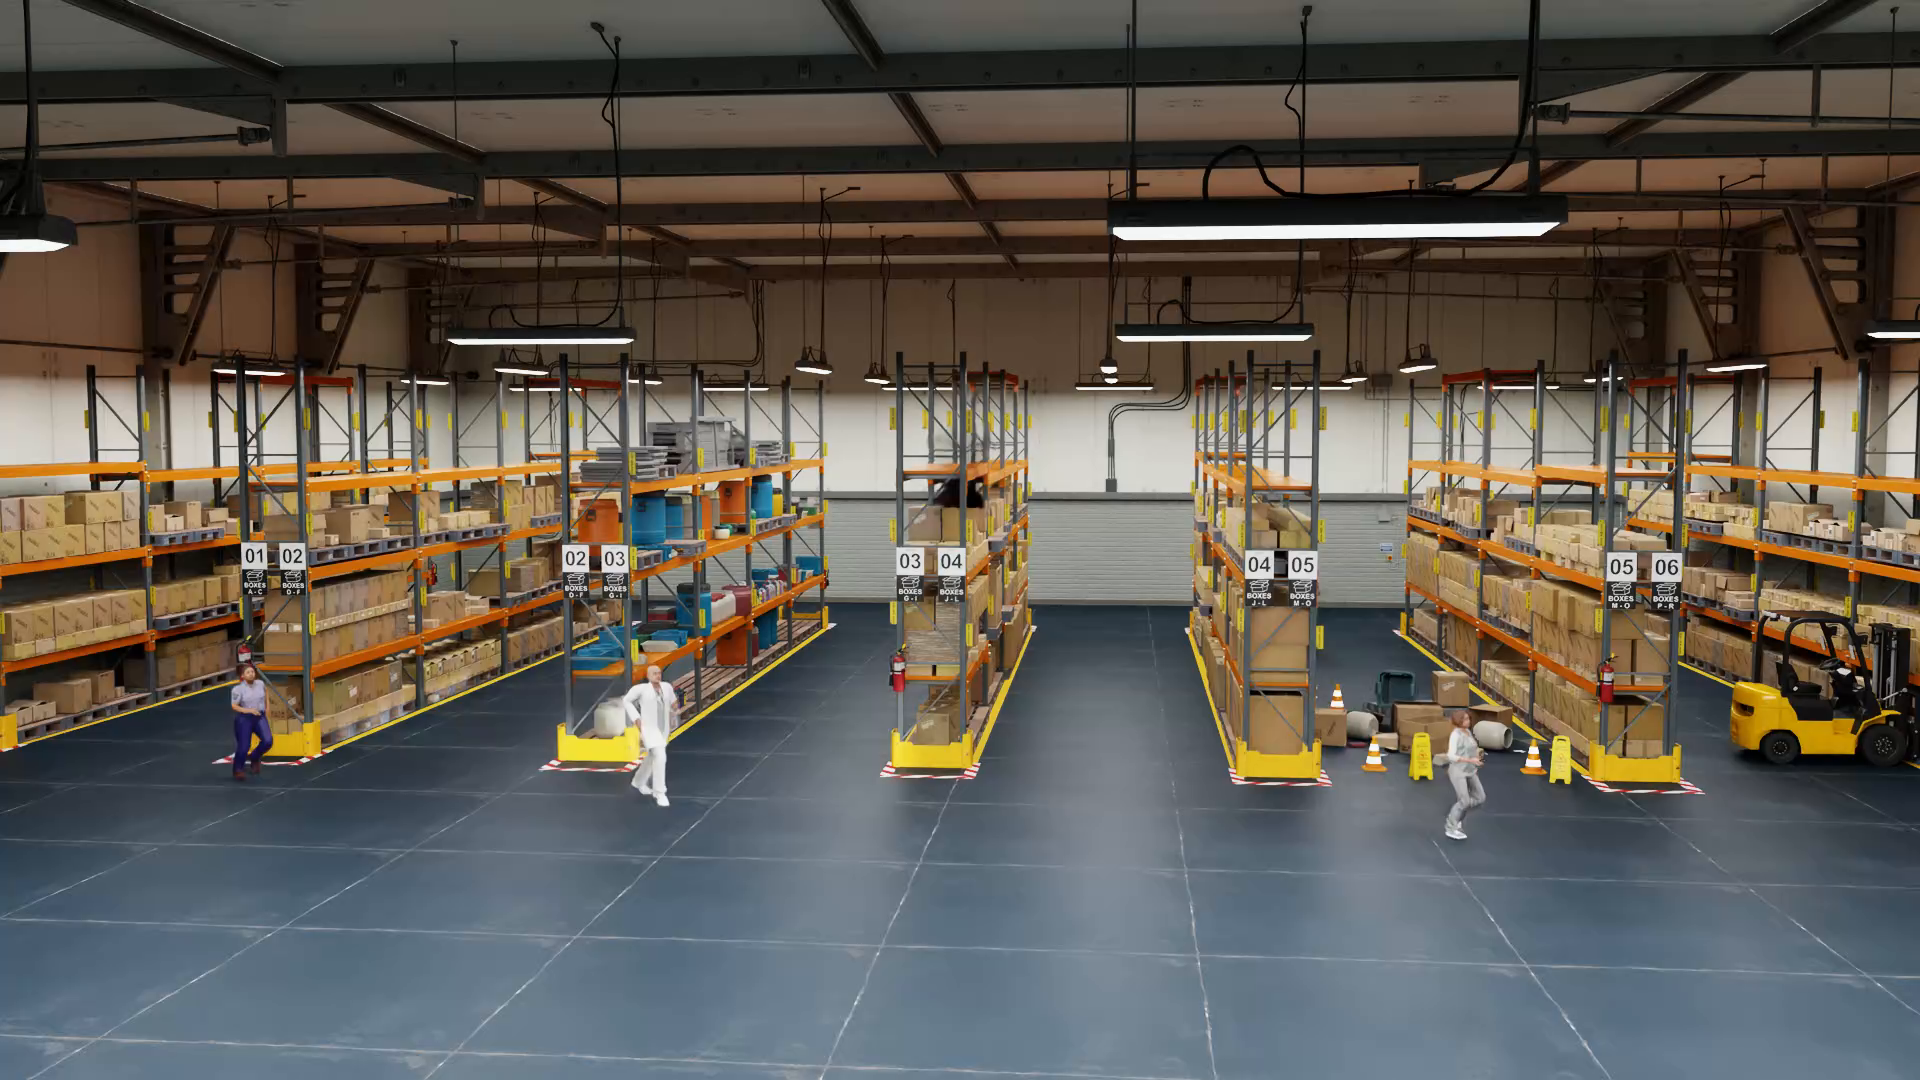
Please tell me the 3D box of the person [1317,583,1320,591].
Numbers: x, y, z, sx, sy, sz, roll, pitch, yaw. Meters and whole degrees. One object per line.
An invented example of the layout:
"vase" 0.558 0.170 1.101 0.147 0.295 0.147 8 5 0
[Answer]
"person" 7.701 1.478 36.888 0.611 1.840 0.763 -1 4 -7

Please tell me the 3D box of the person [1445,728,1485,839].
"person" 6.023 2.912 19.876 0.524 1.336 0.458 -4 6 -43

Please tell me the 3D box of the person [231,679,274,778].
"person" -9.940 2.628 23.295 0.664 1.413 0.585 4 5 42

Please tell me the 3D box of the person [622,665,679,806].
"person" -4.046 2.564 21.999 0.864 1.854 0.668 4 5 41
